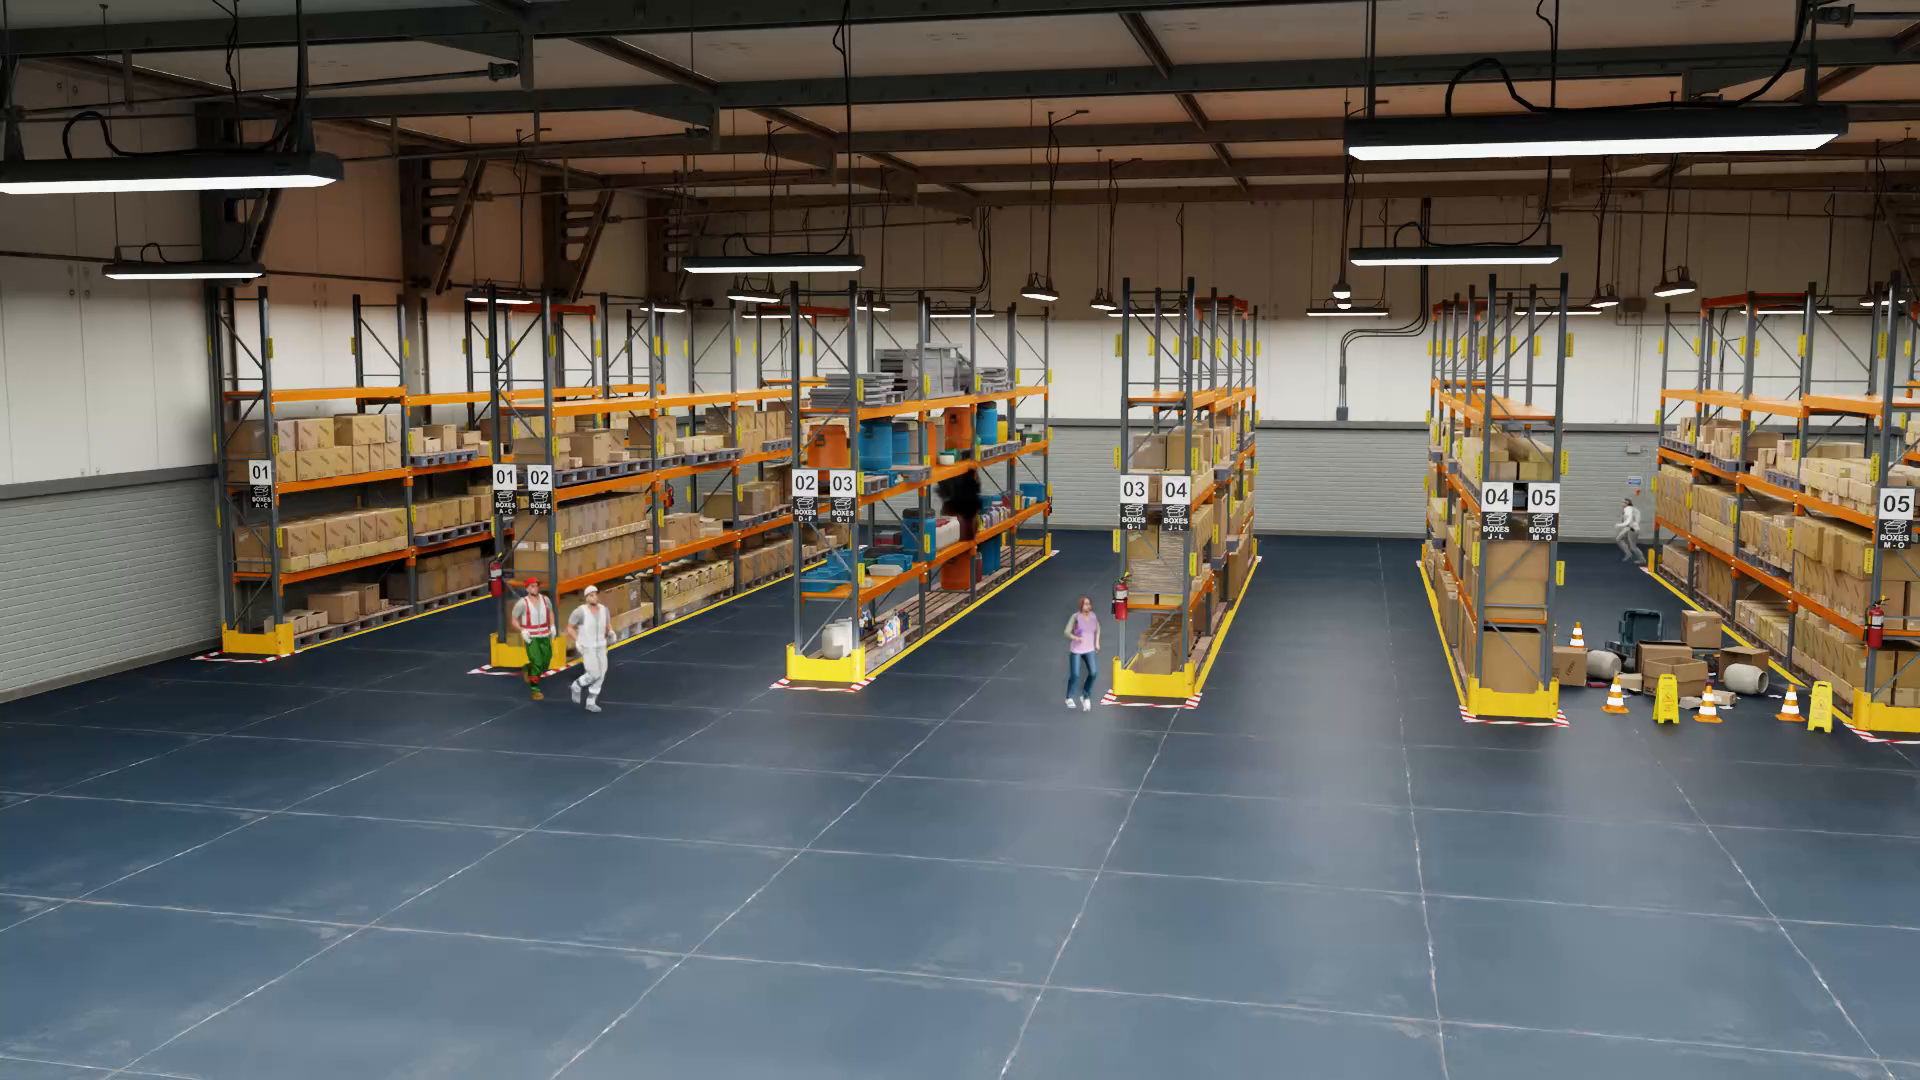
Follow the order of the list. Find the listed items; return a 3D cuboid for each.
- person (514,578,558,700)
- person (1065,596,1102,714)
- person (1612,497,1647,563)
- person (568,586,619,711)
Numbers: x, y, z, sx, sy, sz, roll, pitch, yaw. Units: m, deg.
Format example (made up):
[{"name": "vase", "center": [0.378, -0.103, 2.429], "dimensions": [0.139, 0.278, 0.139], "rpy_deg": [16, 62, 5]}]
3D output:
[{"name": "person", "center": [-6.088, 1.402, 23.898], "dimensions": [0.685, 1.752, 0.666], "rpy_deg": [-6, 9, -42]}, {"name": "person", "center": [1.746, 1.581, 23.051], "dimensions": [0.581, 1.637, 0.628], "rpy_deg": [-2, 7, -17]}, {"name": "person", "center": [15.600, -0.221, 38.709], "dimensions": [0.789, 1.562, 0.635], "rpy_deg": [2, 7, 20]}, {"name": "person", "center": [-5.010, 1.500, 22.982], "dimensions": [0.609, 1.749, 0.637], "rpy_deg": [6, 9, 44]}]
